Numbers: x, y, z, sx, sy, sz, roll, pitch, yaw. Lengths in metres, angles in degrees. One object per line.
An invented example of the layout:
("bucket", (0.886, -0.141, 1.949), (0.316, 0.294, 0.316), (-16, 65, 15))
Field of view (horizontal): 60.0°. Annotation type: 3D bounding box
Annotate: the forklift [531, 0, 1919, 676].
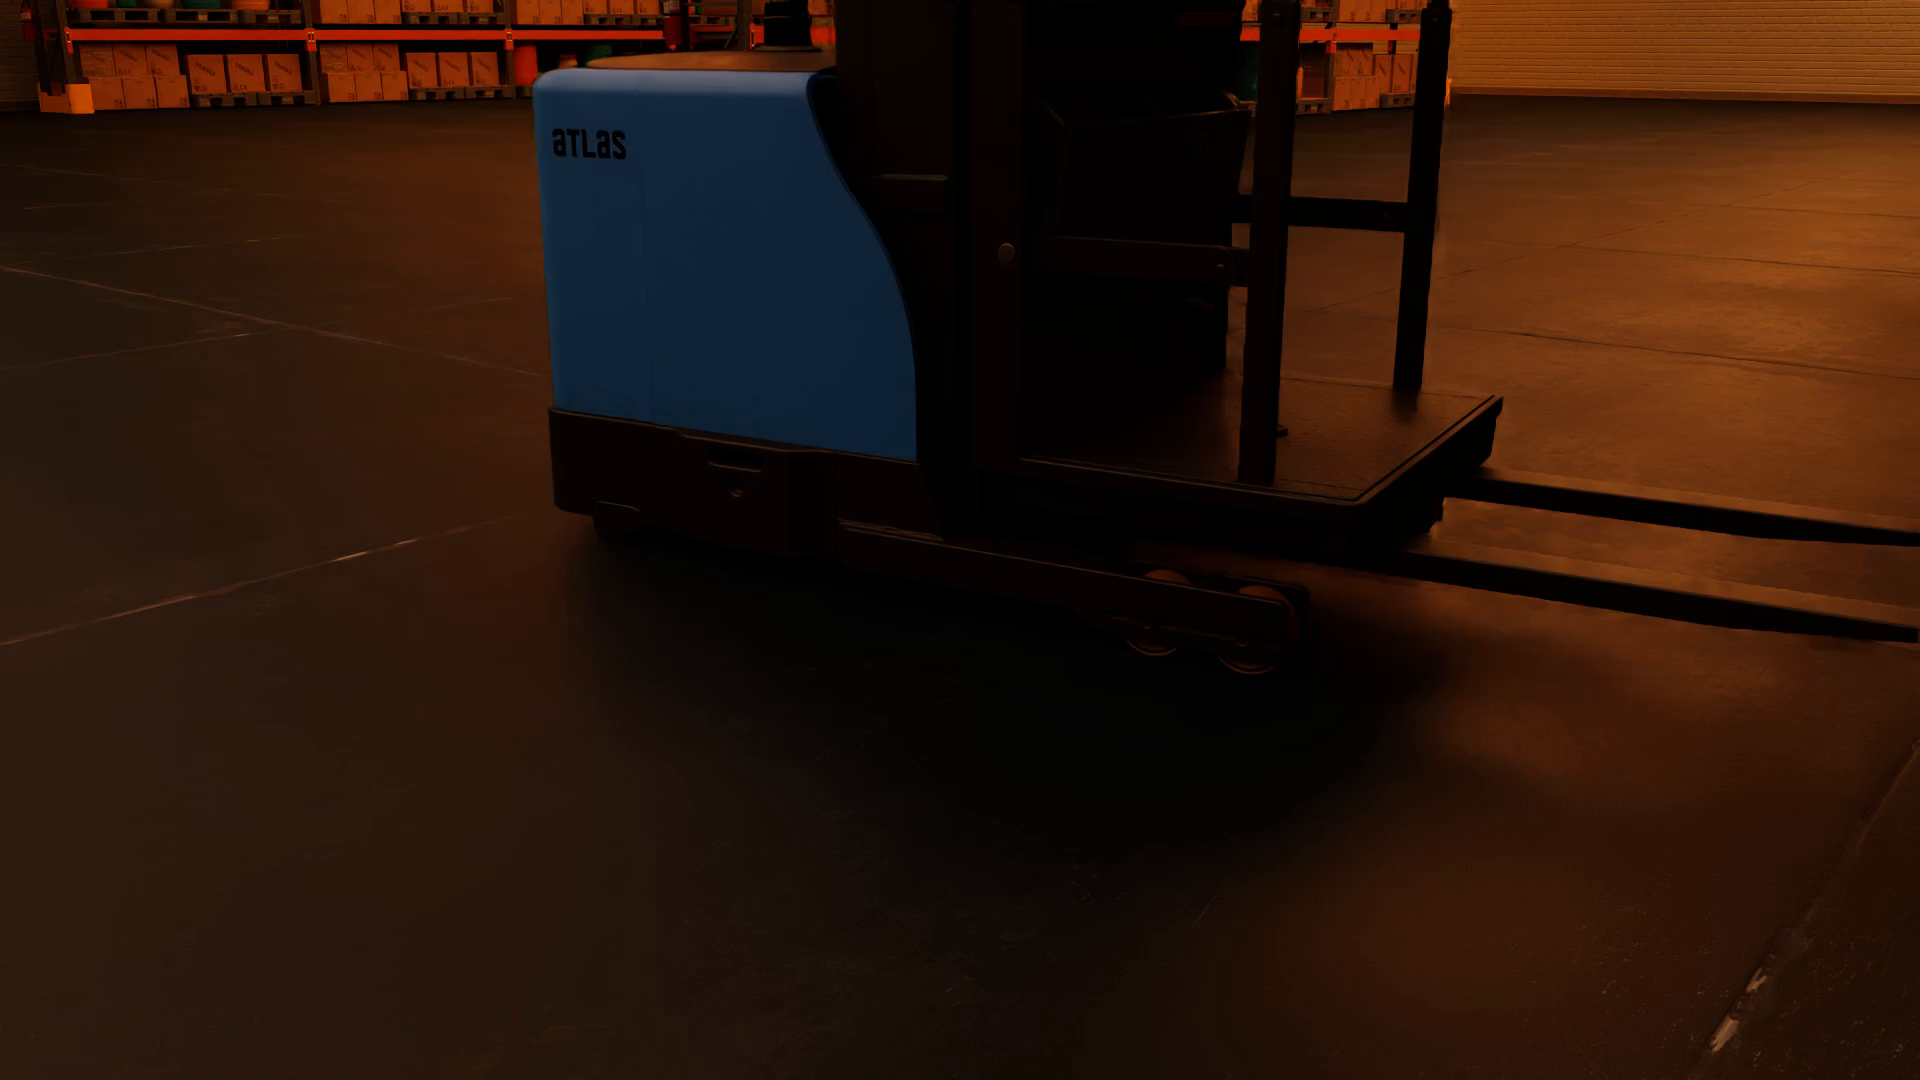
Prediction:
("forklift", (0.561, -1.325, 3.261), (3.031, 2.935, 1.130), (10, 19, 29))
